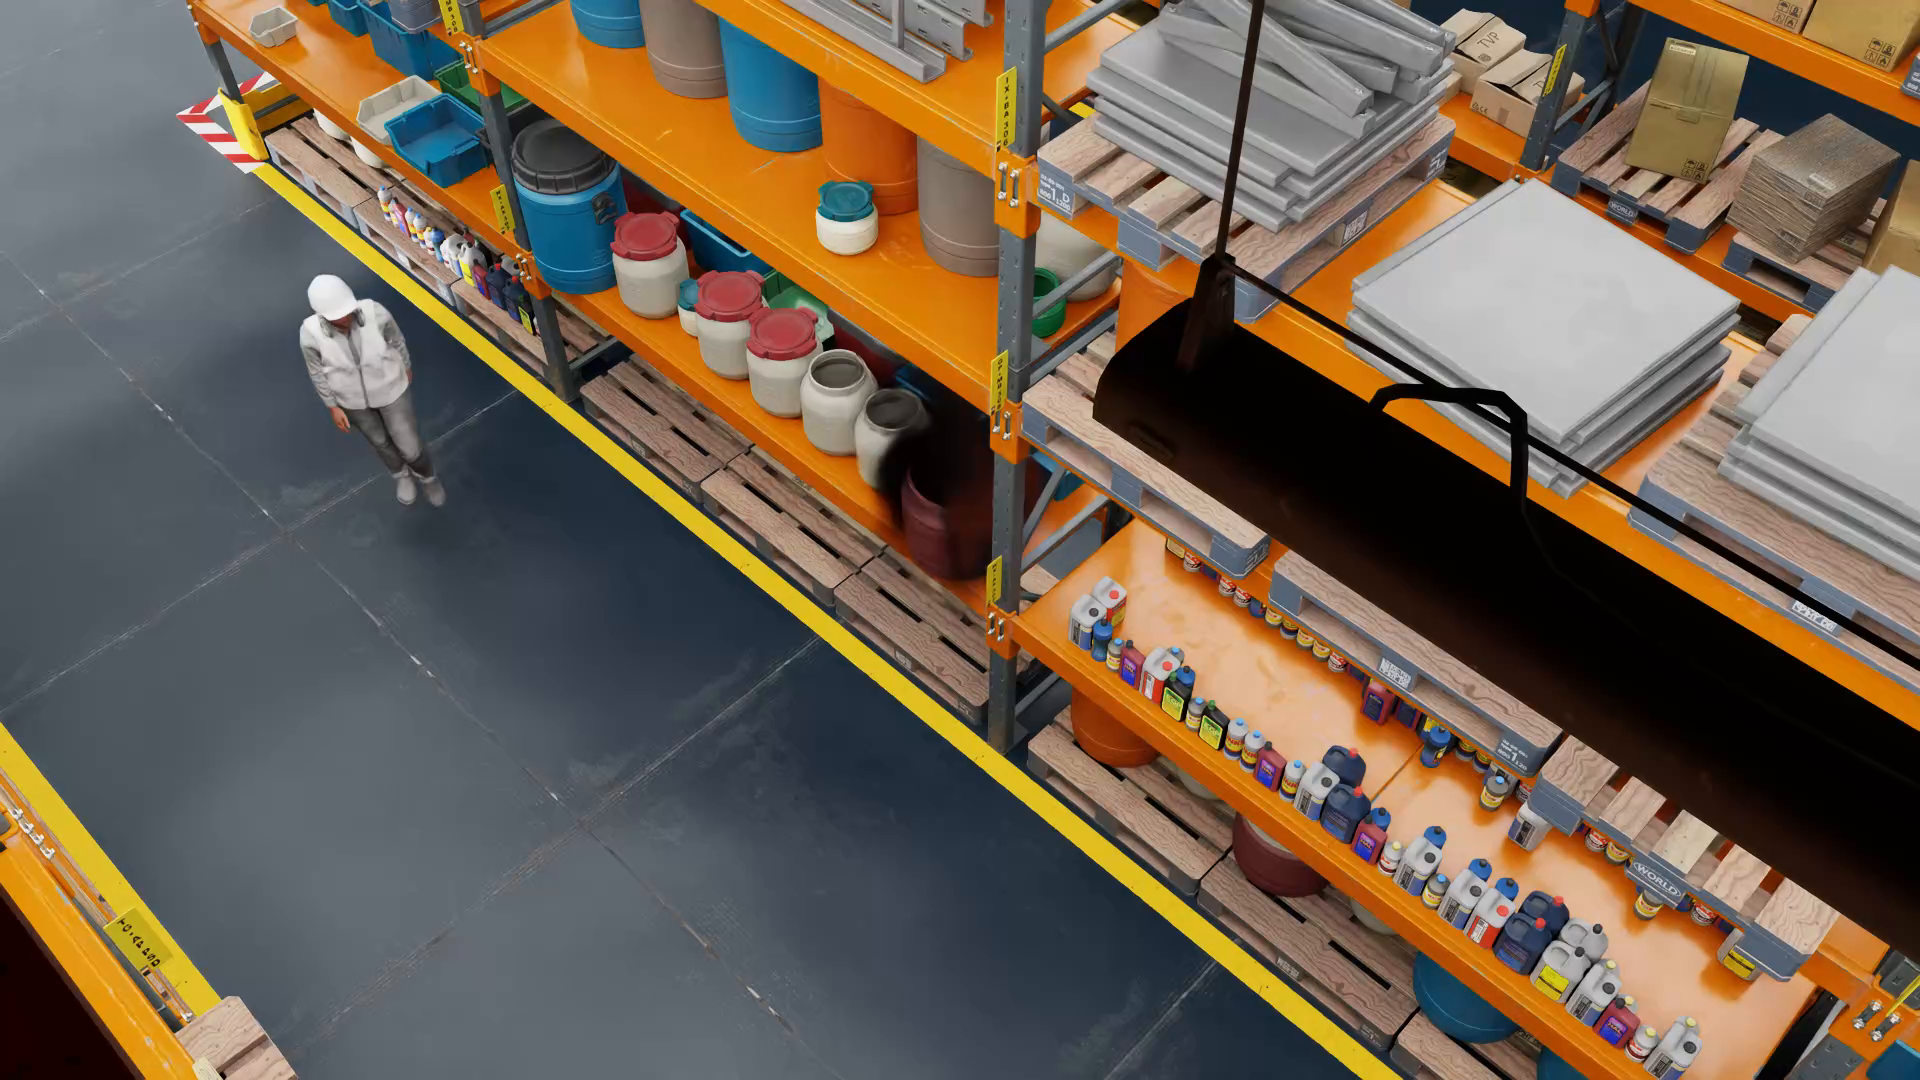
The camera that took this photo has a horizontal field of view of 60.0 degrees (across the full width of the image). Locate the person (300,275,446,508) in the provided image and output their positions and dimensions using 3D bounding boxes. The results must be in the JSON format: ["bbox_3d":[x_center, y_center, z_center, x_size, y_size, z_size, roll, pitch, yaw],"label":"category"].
[{"bbox_3d":[-3.399,-0.829,9.597,0.521,1.854,0.421,-7,50,-6],"label":"person"}]
